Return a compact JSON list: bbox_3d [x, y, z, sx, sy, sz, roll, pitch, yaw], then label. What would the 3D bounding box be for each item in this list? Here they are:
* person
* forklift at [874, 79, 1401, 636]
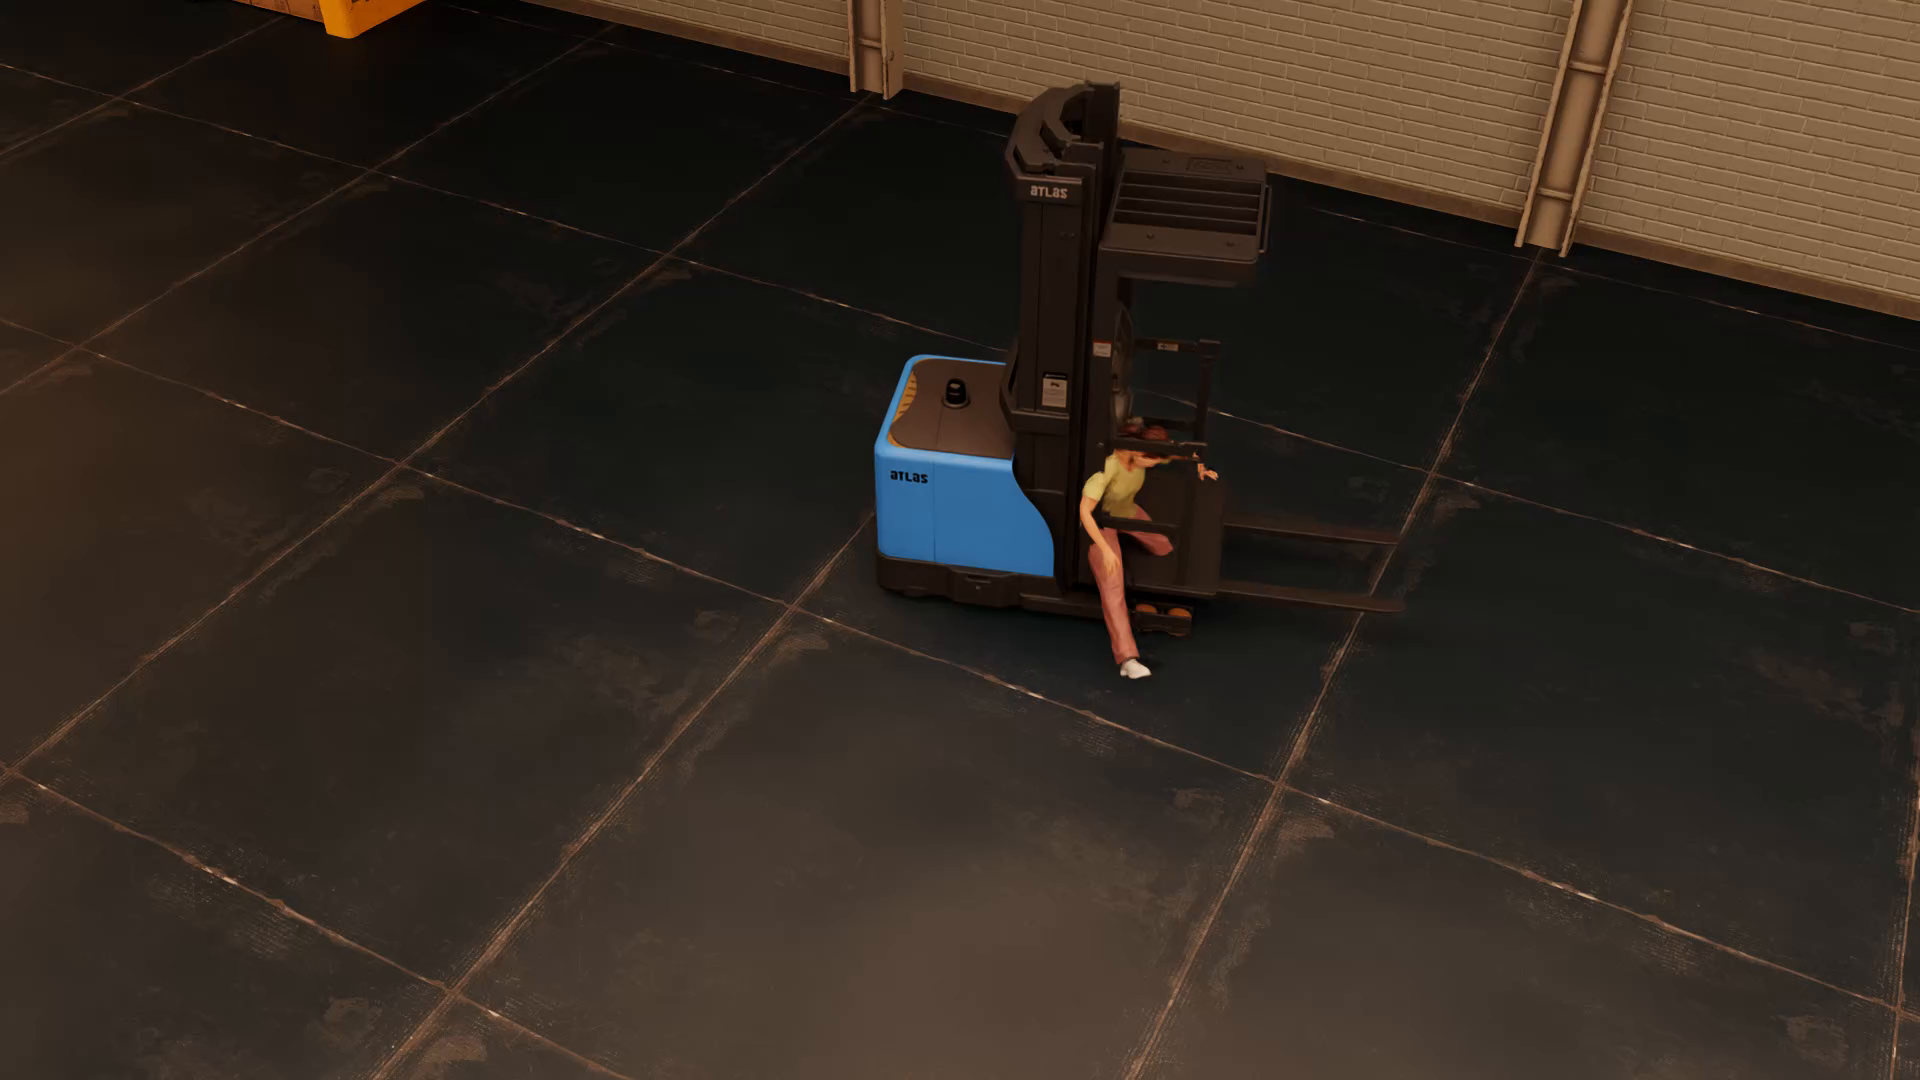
[{"bbox_3d":[1.053,-0.026,9.239,1.001,1.347,1.104,-25,46,-27],"label":"person"},{"bbox_3d":[1.074,-0.939,9.101,3.031,2.935,1.130,7,41,8],"label":"forklift"}]
